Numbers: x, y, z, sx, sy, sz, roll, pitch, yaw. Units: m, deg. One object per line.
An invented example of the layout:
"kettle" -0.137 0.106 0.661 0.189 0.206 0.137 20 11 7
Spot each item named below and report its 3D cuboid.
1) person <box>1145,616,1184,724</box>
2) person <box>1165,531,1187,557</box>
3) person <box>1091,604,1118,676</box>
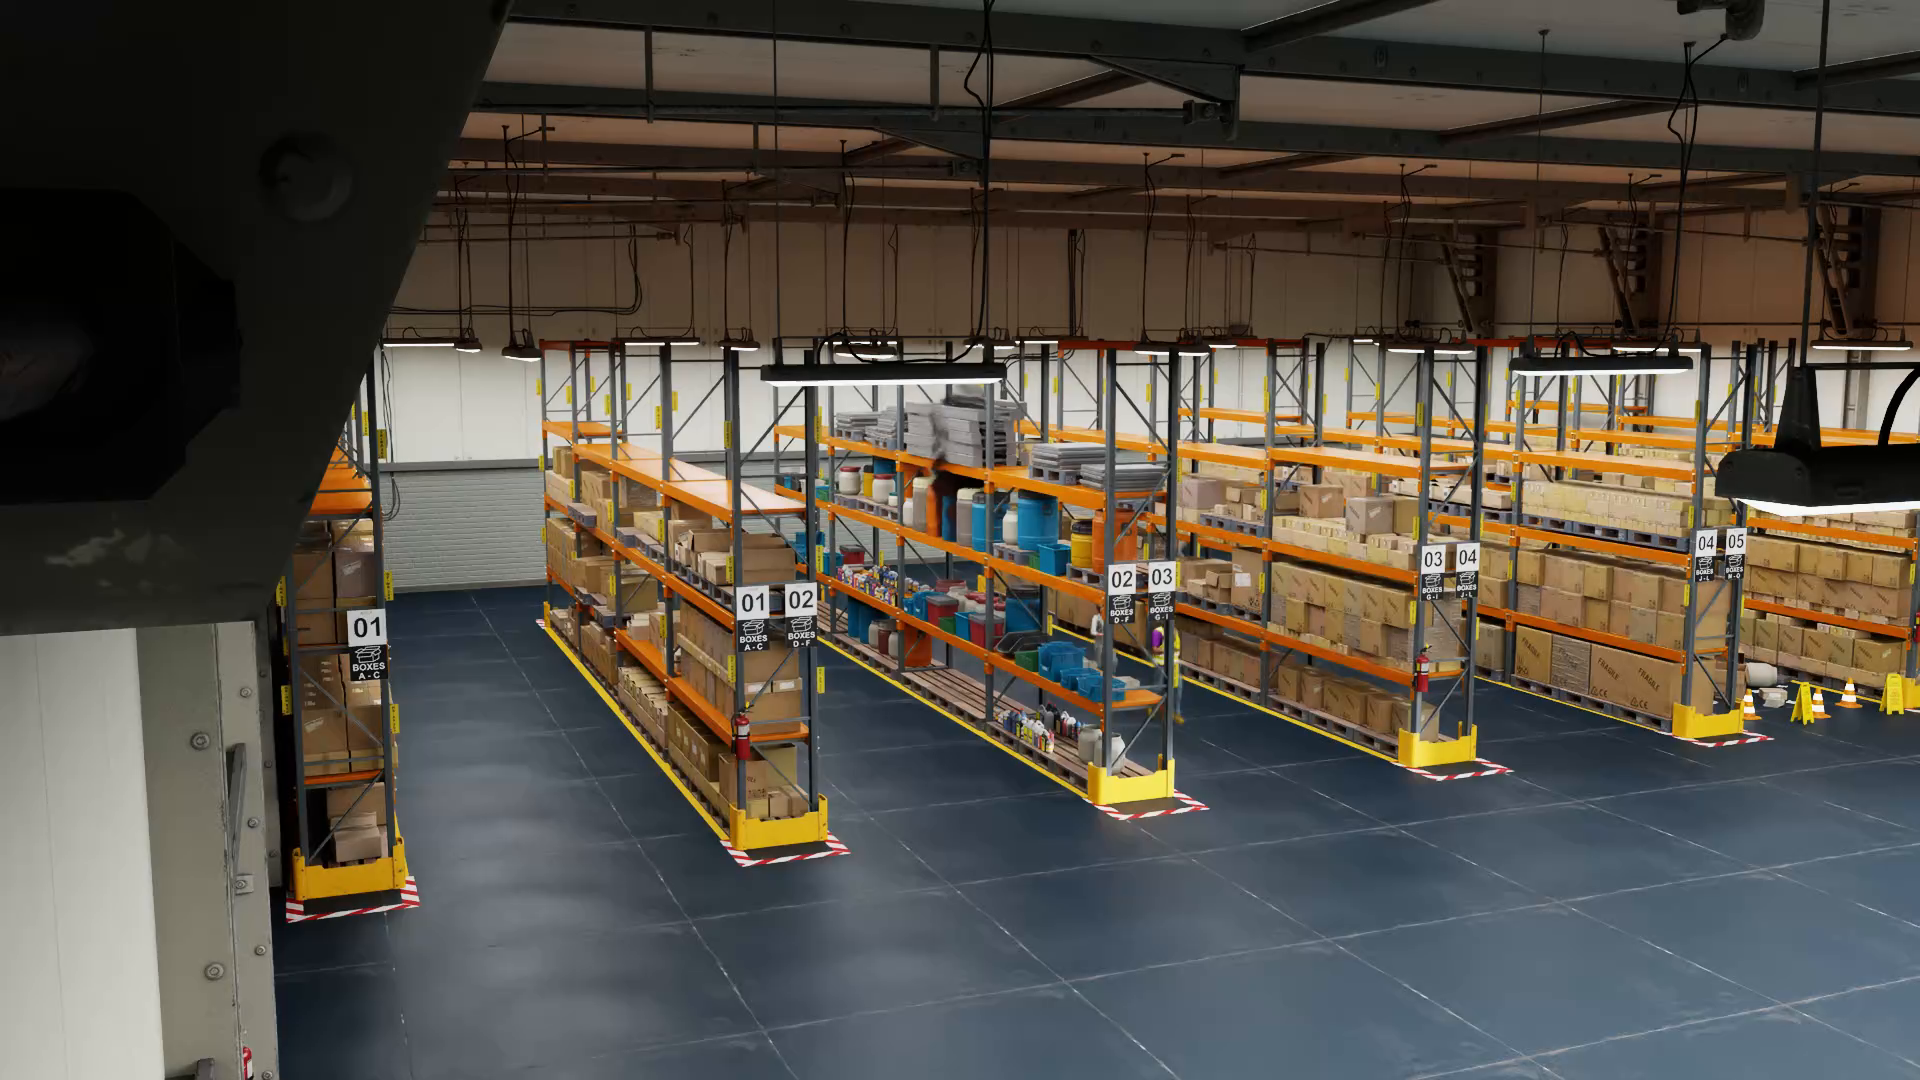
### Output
"person" 3.269 2.013 26.511 0.689 1.841 0.810 -5 9 -34
"person" 5.511 0.043 41.781 0.759 1.861 0.693 -3 8 -22
"person" 2.456 1.842 28.575 0.541 1.625 0.729 -4 8 -26
